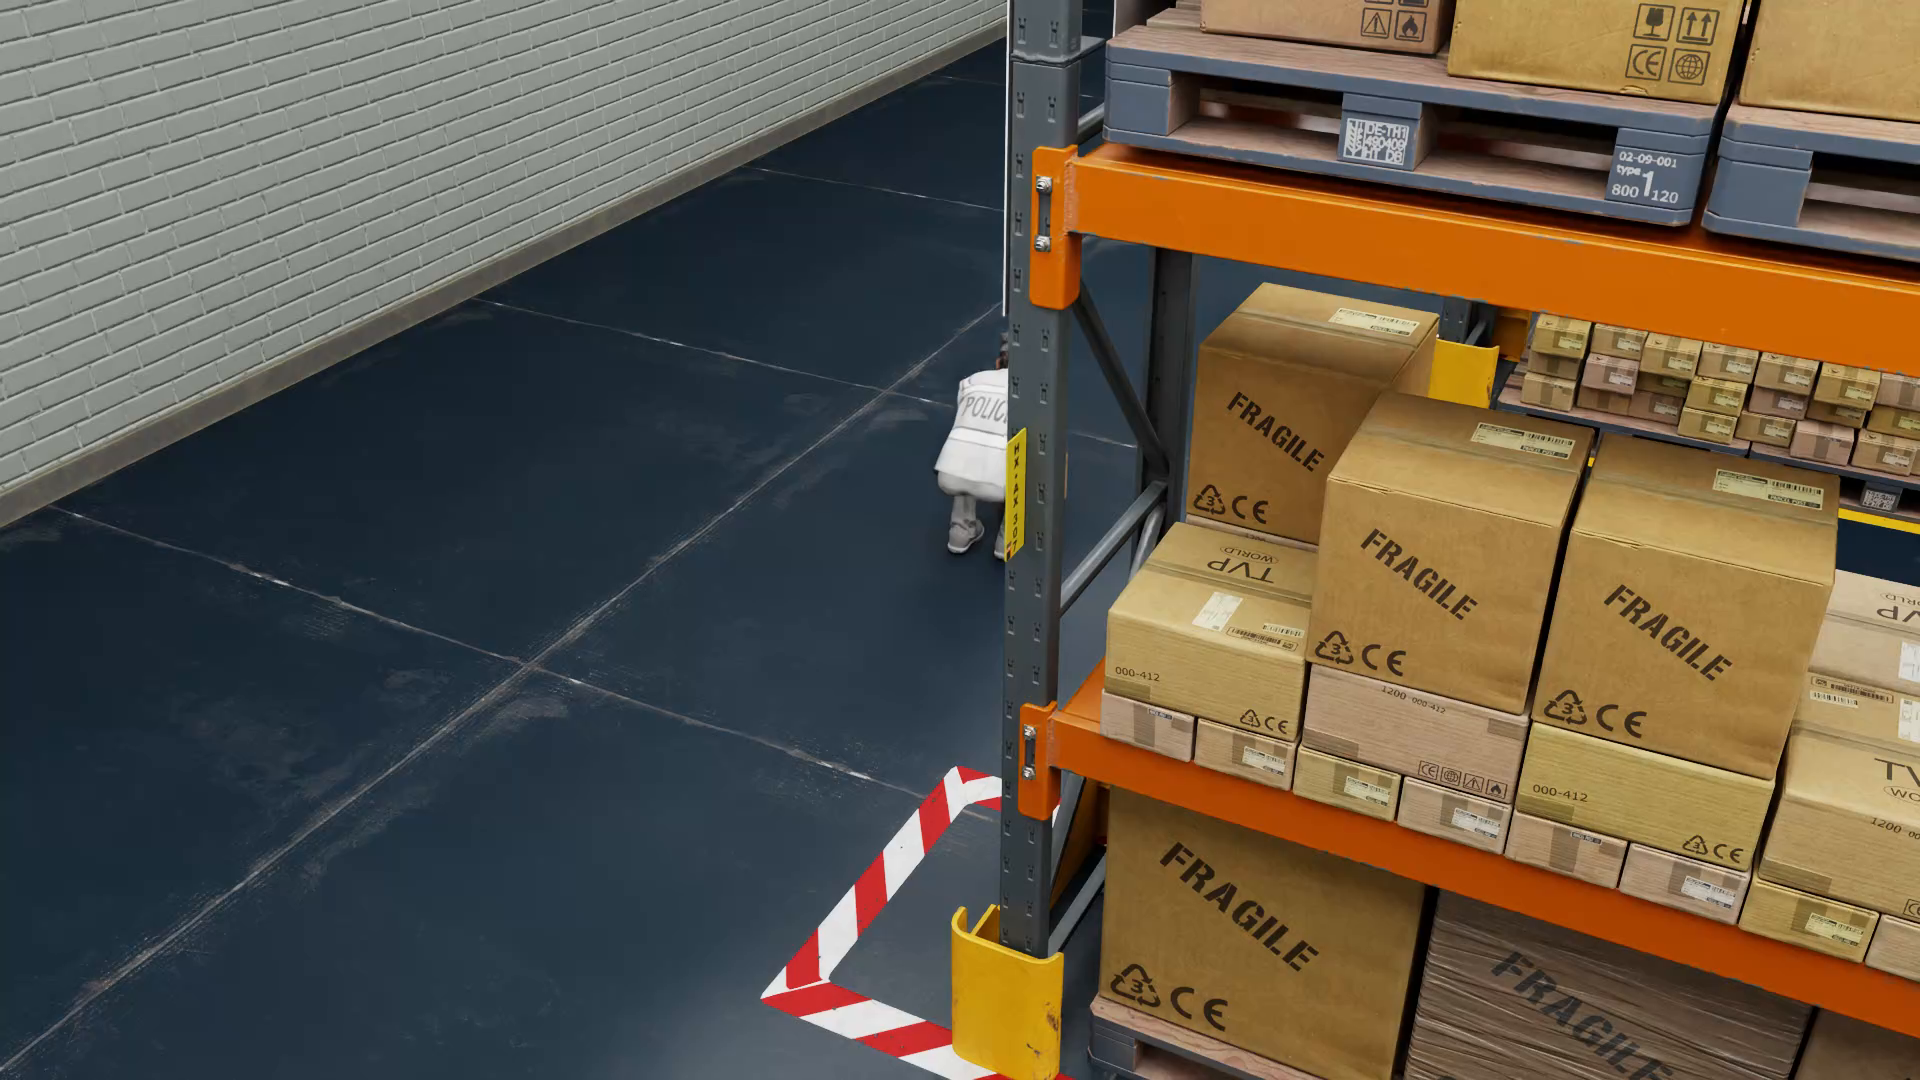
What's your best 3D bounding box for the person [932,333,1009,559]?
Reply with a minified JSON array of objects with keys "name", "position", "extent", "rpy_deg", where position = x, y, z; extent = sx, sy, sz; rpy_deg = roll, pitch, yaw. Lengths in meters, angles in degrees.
[{"name":"person","position":[0.173,-0.422,7.608],"extent":[0.478,0.913,0.854],"rpy_deg":[14,33,23]}]
